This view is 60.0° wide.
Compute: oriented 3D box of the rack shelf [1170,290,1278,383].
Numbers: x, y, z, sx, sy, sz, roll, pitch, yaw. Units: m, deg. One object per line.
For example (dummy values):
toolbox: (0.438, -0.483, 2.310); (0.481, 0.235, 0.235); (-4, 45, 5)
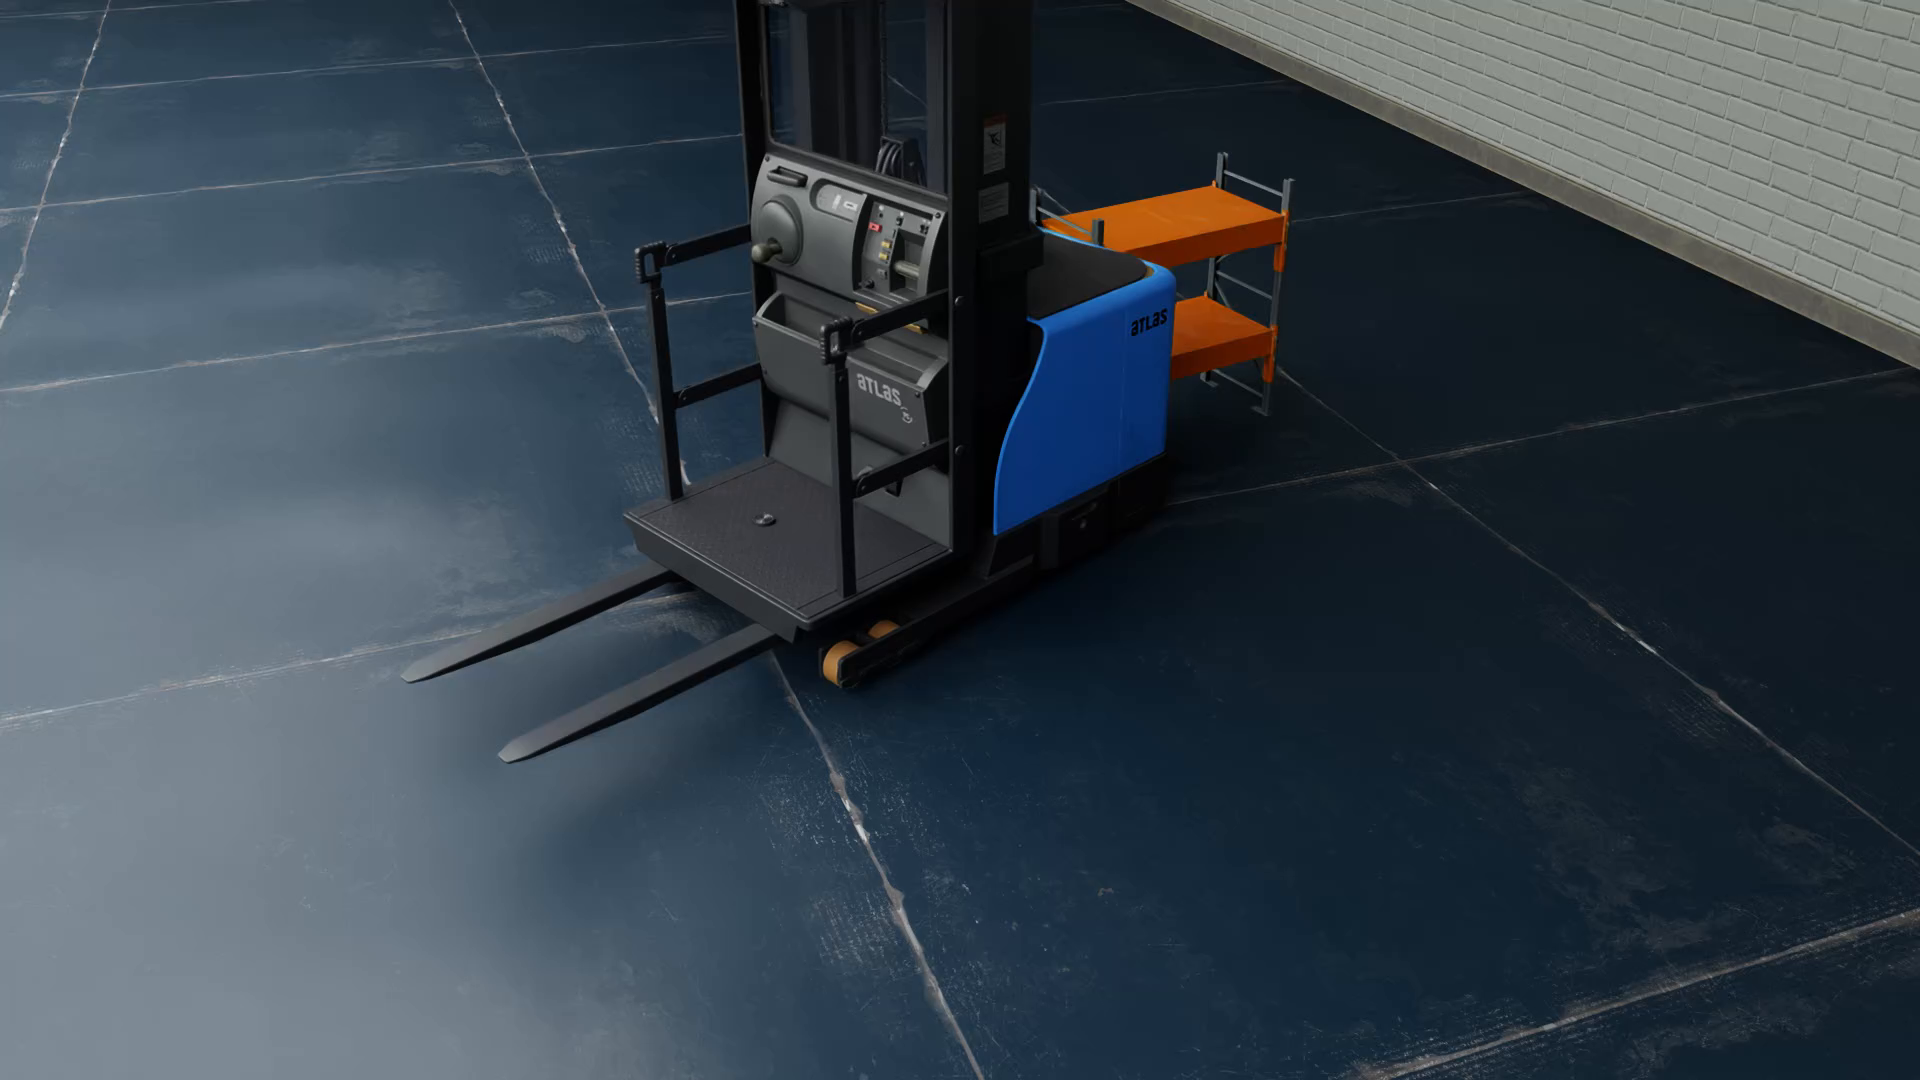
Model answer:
rack shelf: (0.881, -0.831, 7.567); (1.000, 0.278, 0.538); (-17, 34, -27)

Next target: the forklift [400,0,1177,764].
forklift: (-0.548, -1.040, 5.615); (3.031, 2.935, 1.130); (-26, 39, -38)

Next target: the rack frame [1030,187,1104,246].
rack frame: (0.446, -0.914, 7.217); (0.032, 1.125, 0.500); (-17, 34, -27)

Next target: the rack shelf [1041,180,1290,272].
rack shelf: (0.881, -1.298, 7.301); (1.000, 0.278, 0.538); (-17, 34, -27)

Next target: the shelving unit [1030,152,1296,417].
shelving unit: (0.881, -1.044, 7.446); (1.048, 1.125, 0.538); (-17, 34, -27)

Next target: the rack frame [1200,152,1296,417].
rack frame: (1.316, -1.174, 7.674); (0.032, 1.125, 0.500); (-17, 34, -27)
